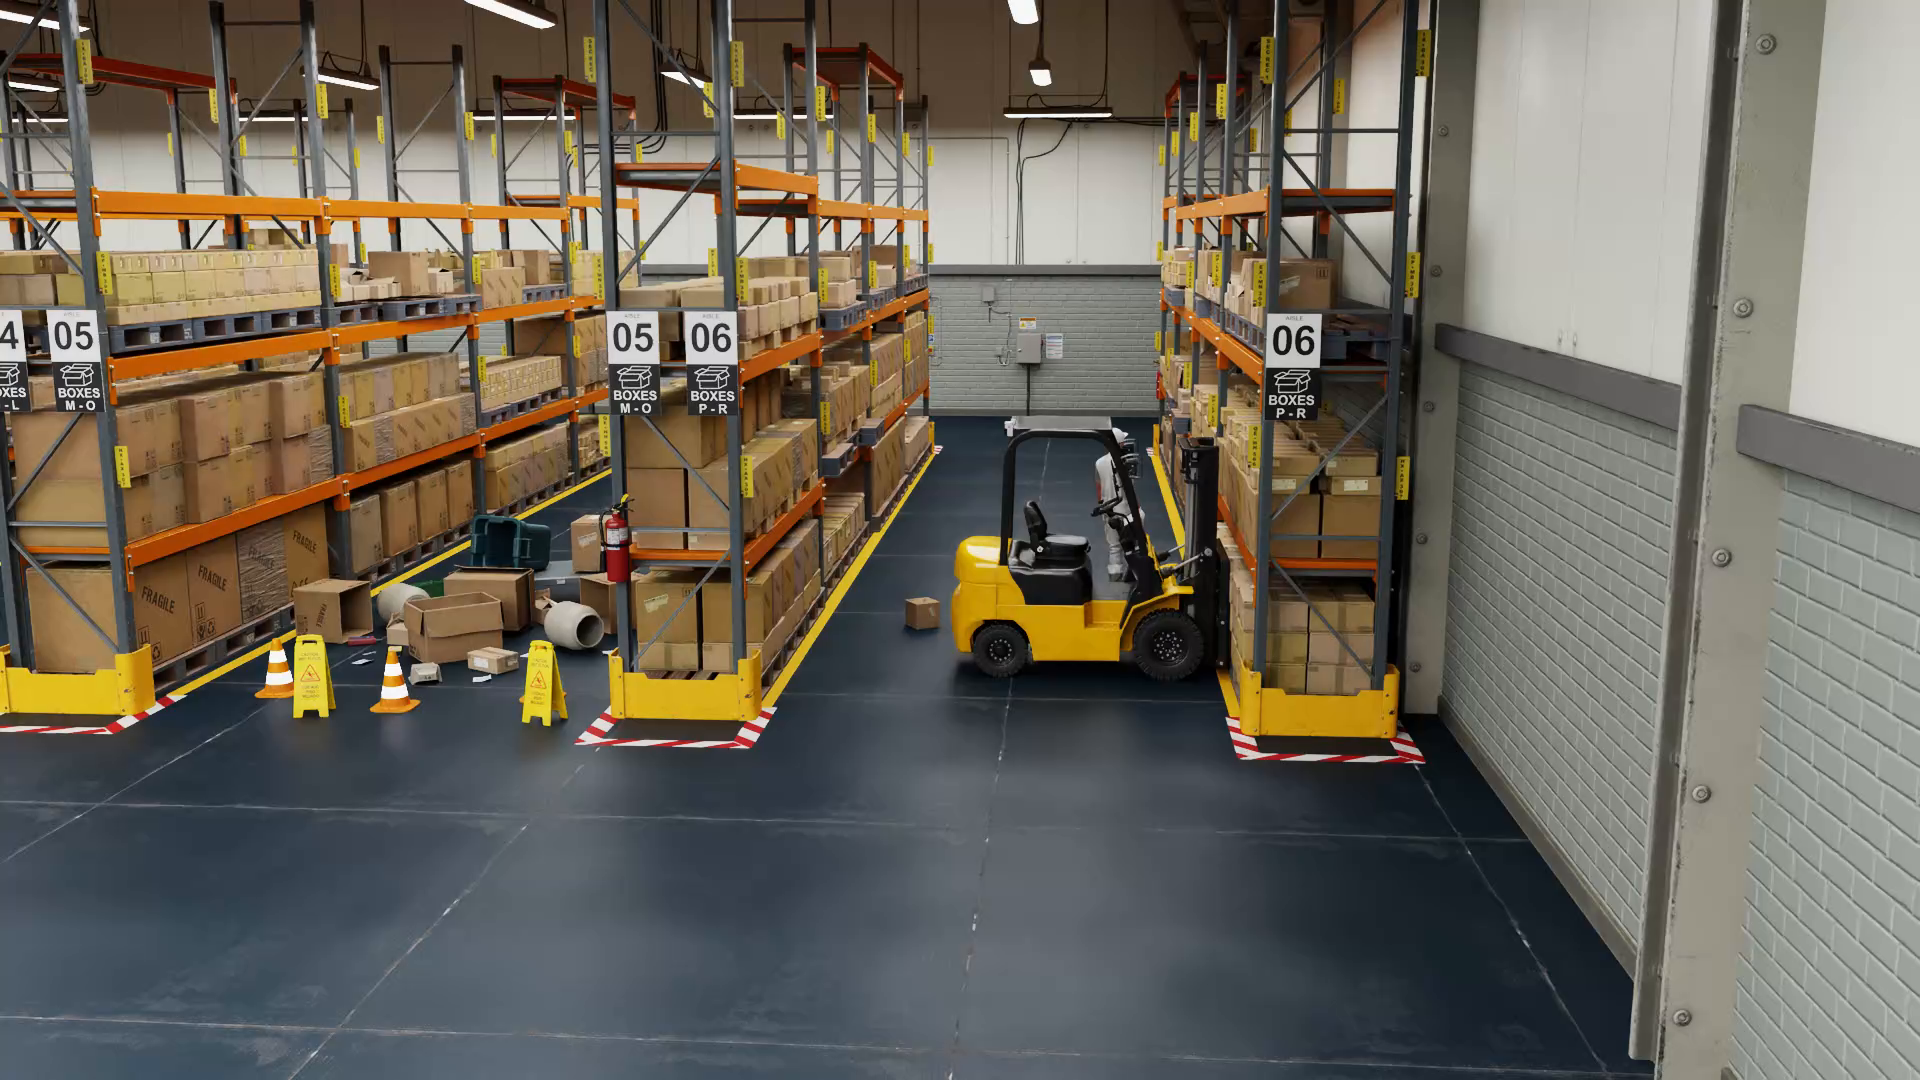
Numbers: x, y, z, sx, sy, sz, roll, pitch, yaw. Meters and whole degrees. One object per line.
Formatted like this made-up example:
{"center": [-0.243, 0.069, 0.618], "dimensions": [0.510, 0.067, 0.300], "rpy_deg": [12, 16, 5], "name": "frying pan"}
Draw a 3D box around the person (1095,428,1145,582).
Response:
{"center": [1.732, -0.279, 17.295], "dimensions": [0.562, 1.789, 0.637], "rpy_deg": [-7, 12, -32], "name": "person"}
